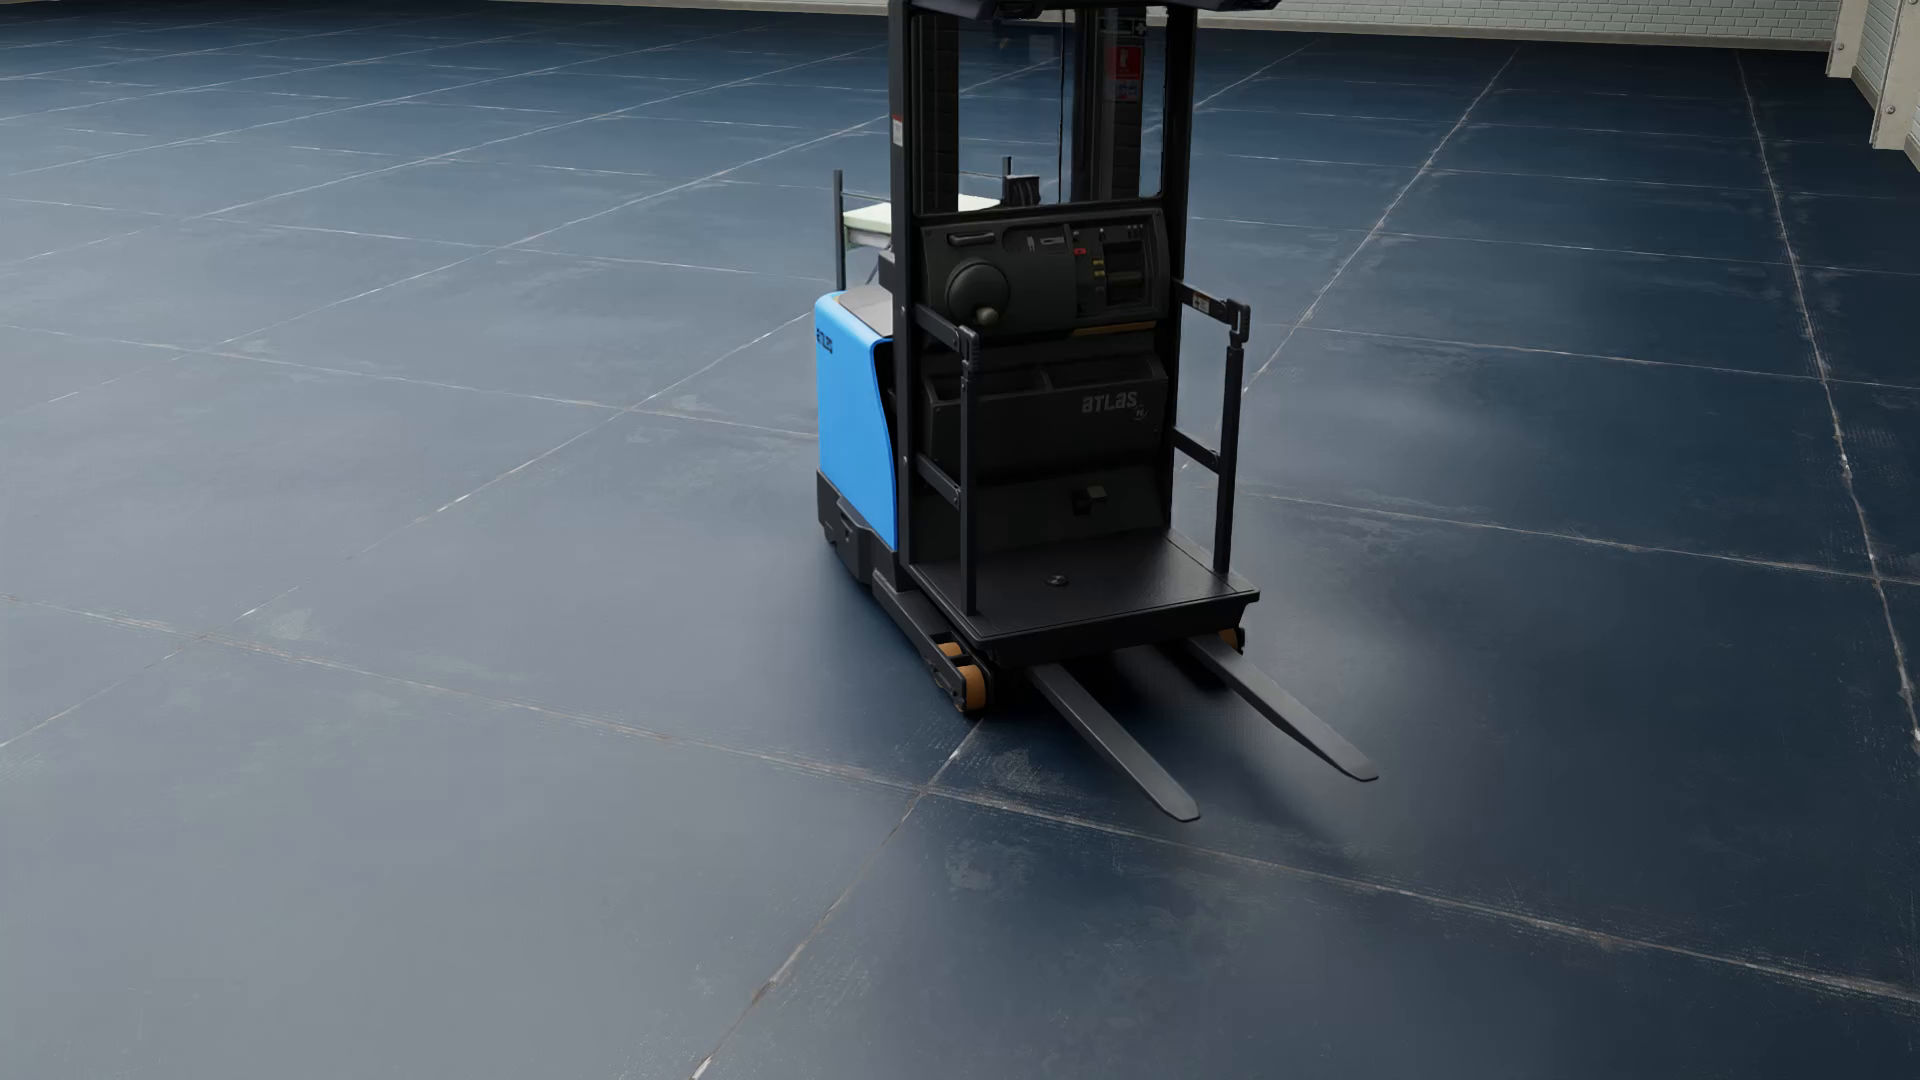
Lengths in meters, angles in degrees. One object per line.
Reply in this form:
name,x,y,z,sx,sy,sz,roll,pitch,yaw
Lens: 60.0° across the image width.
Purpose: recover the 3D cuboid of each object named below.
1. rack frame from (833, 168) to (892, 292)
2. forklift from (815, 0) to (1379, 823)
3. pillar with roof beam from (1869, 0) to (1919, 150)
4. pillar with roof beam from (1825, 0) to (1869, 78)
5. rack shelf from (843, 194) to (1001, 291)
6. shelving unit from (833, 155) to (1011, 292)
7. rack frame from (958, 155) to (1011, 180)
rack frame,-0.388,-0.872,7.391,0.400,1.500,0.023,17,28,35
forklift,0.391,-0.933,5.681,1.130,2.935,3.031,-9,24,-20
pillar with roof beam,5.348,-8.733,16.483,9.100,9.000,0.400,9,24,20
pillar with roof beam,7.576,-10.880,21.623,9.100,9.000,0.400,9,24,20
rack shelf,-0.161,-1.342,7.505,0.431,0.370,0.720,17,28,35
shelving unit,-0.161,-0.982,7.656,0.431,1.500,0.755,17,28,35
rack frame,0.066,-1.093,7.921,0.400,1.500,0.023,17,28,35
